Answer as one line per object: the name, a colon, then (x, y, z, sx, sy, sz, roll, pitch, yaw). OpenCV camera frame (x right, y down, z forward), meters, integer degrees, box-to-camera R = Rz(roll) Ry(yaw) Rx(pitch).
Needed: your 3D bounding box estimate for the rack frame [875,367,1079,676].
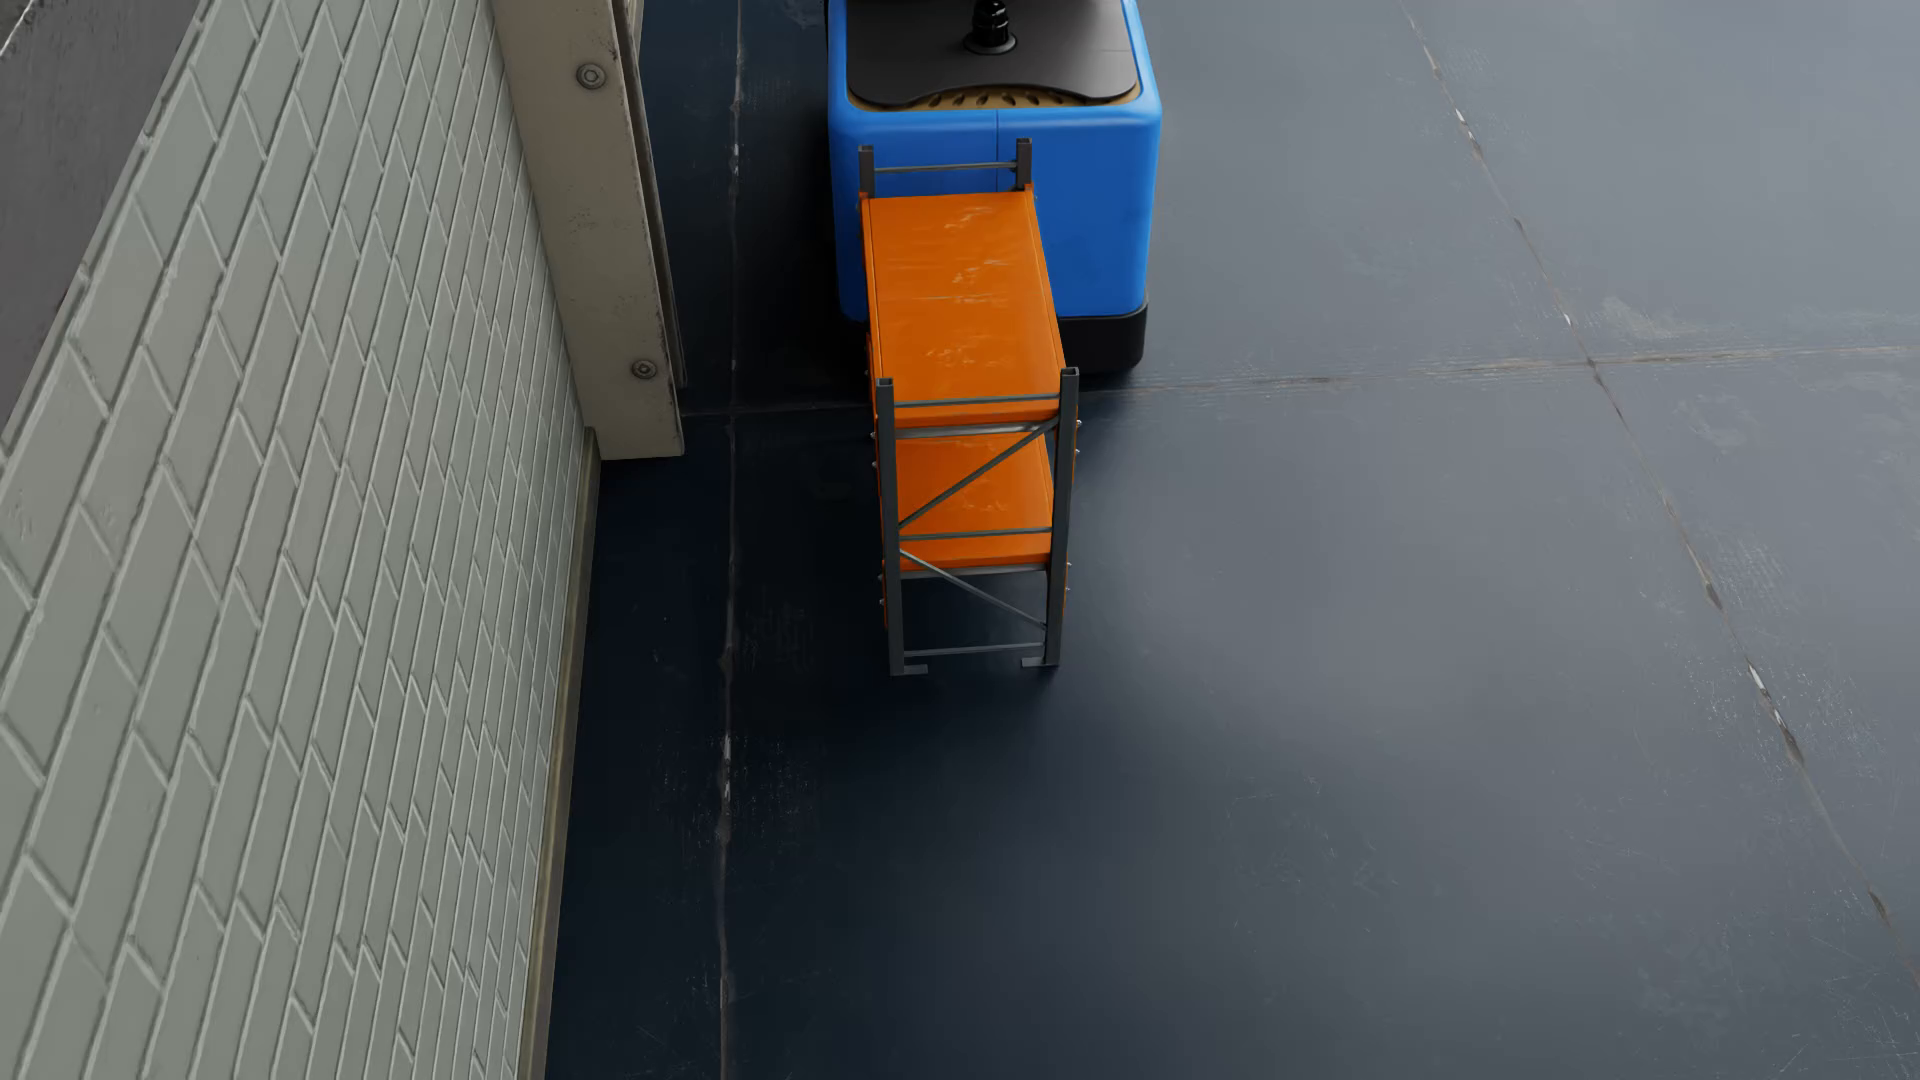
rack frame: (0.043, -0.014, 4.489, 0.500, 1.125, 0.032, -3, 47, -3)

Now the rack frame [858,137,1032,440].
rack frame: (-0.042, -0.750, 5.185, 0.500, 1.125, 0.032, -3, 47, -3)

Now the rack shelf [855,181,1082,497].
rack shelf: (0.001, -0.583, 4.624, 0.538, 0.278, 1.000, -3, 47, -3)

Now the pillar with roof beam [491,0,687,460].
pillar with roof beam: (3.203, -3.771, 2.624, 9.100, 9.000, 0.400, -3, 47, -3)

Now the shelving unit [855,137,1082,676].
shelving unit: (0.001, -0.382, 4.837, 0.538, 1.125, 1.048, -3, 47, -3)

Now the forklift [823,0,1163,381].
forklift: (0.035, -2.614, 5.707, 1.130, 2.935, 3.031, -2, 47, -2)

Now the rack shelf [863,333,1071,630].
rack shelf: (0.001, -0.214, 5.014, 0.538, 0.278, 1.000, -3, 47, -3)
